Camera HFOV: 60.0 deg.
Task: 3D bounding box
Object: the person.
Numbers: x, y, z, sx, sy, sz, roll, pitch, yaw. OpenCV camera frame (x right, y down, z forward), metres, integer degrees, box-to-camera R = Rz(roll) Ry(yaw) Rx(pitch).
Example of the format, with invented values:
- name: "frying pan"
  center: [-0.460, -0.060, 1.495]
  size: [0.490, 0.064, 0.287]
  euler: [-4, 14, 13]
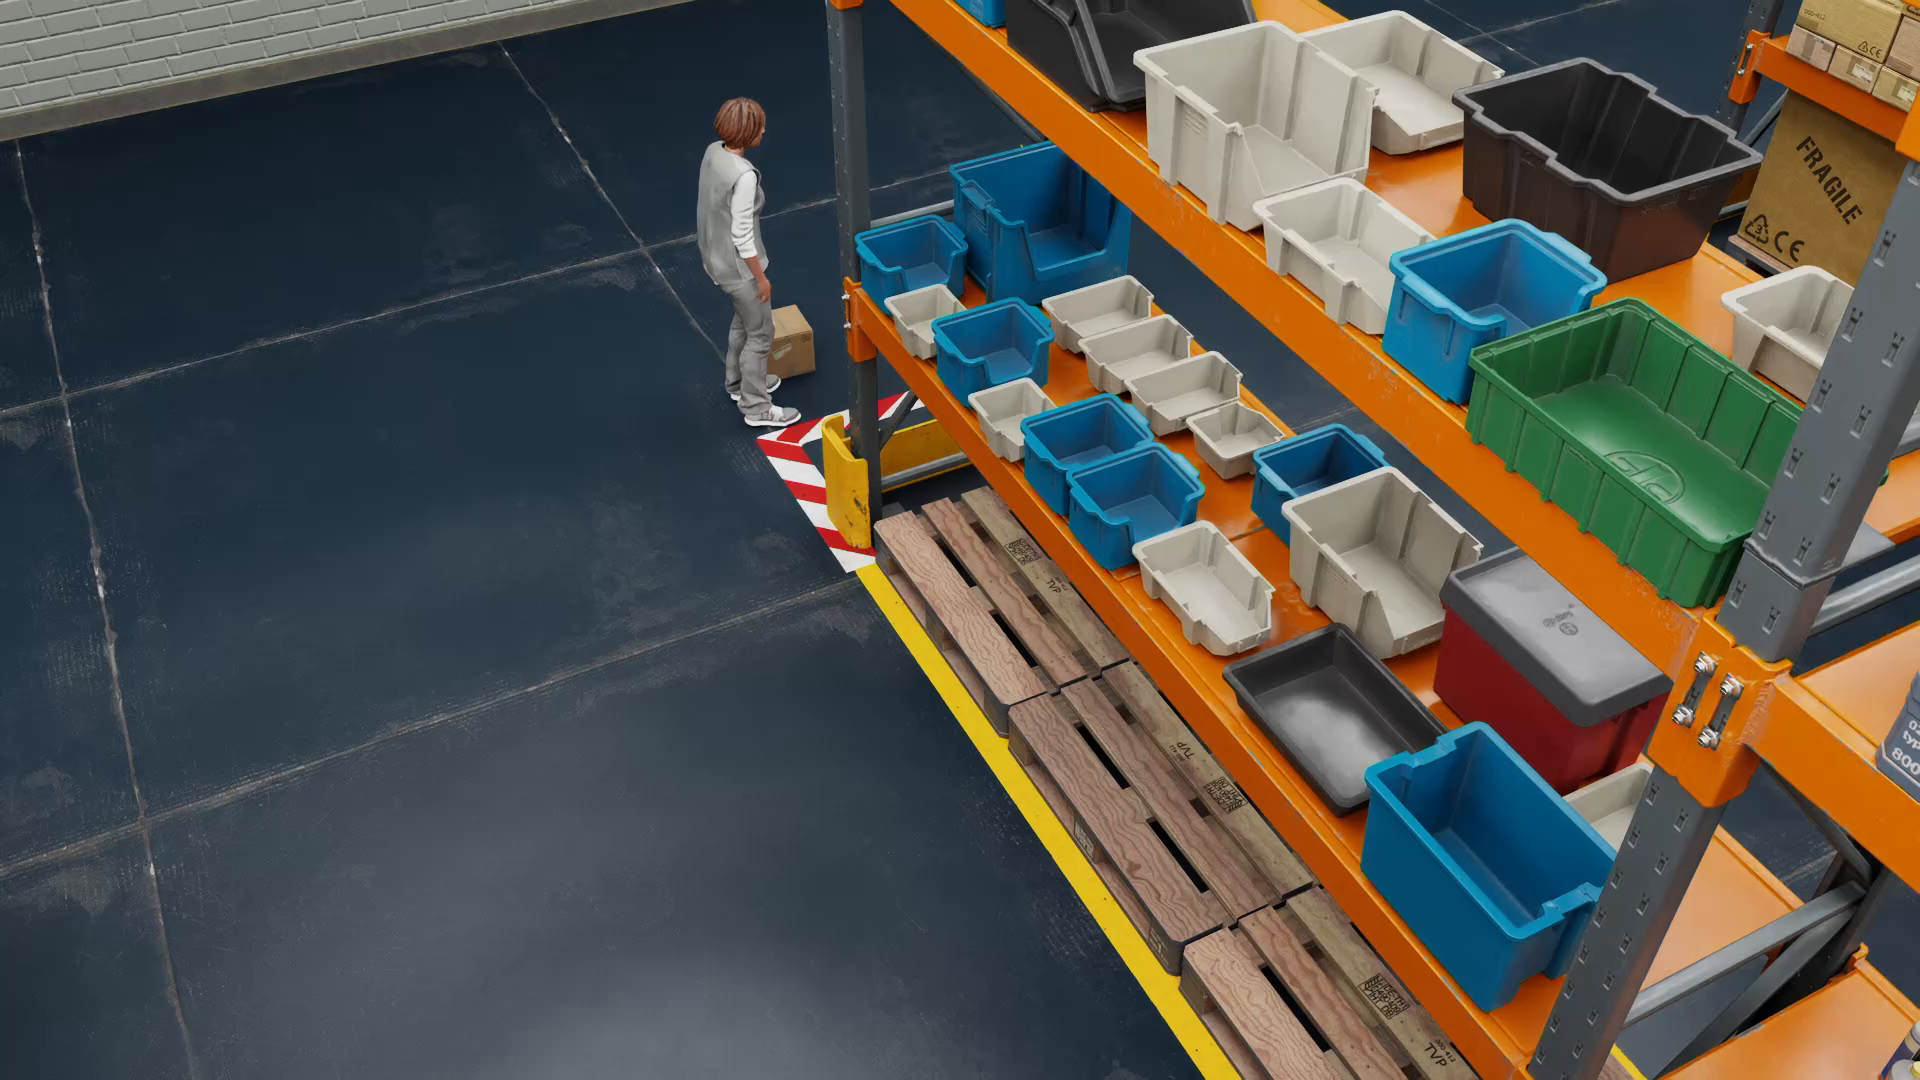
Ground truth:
- name: "person"
  center: [-0.994, -1.267, 7.648]
  size: [0.328, 1.591, 0.479]
  euler: [-17, 44, -18]
